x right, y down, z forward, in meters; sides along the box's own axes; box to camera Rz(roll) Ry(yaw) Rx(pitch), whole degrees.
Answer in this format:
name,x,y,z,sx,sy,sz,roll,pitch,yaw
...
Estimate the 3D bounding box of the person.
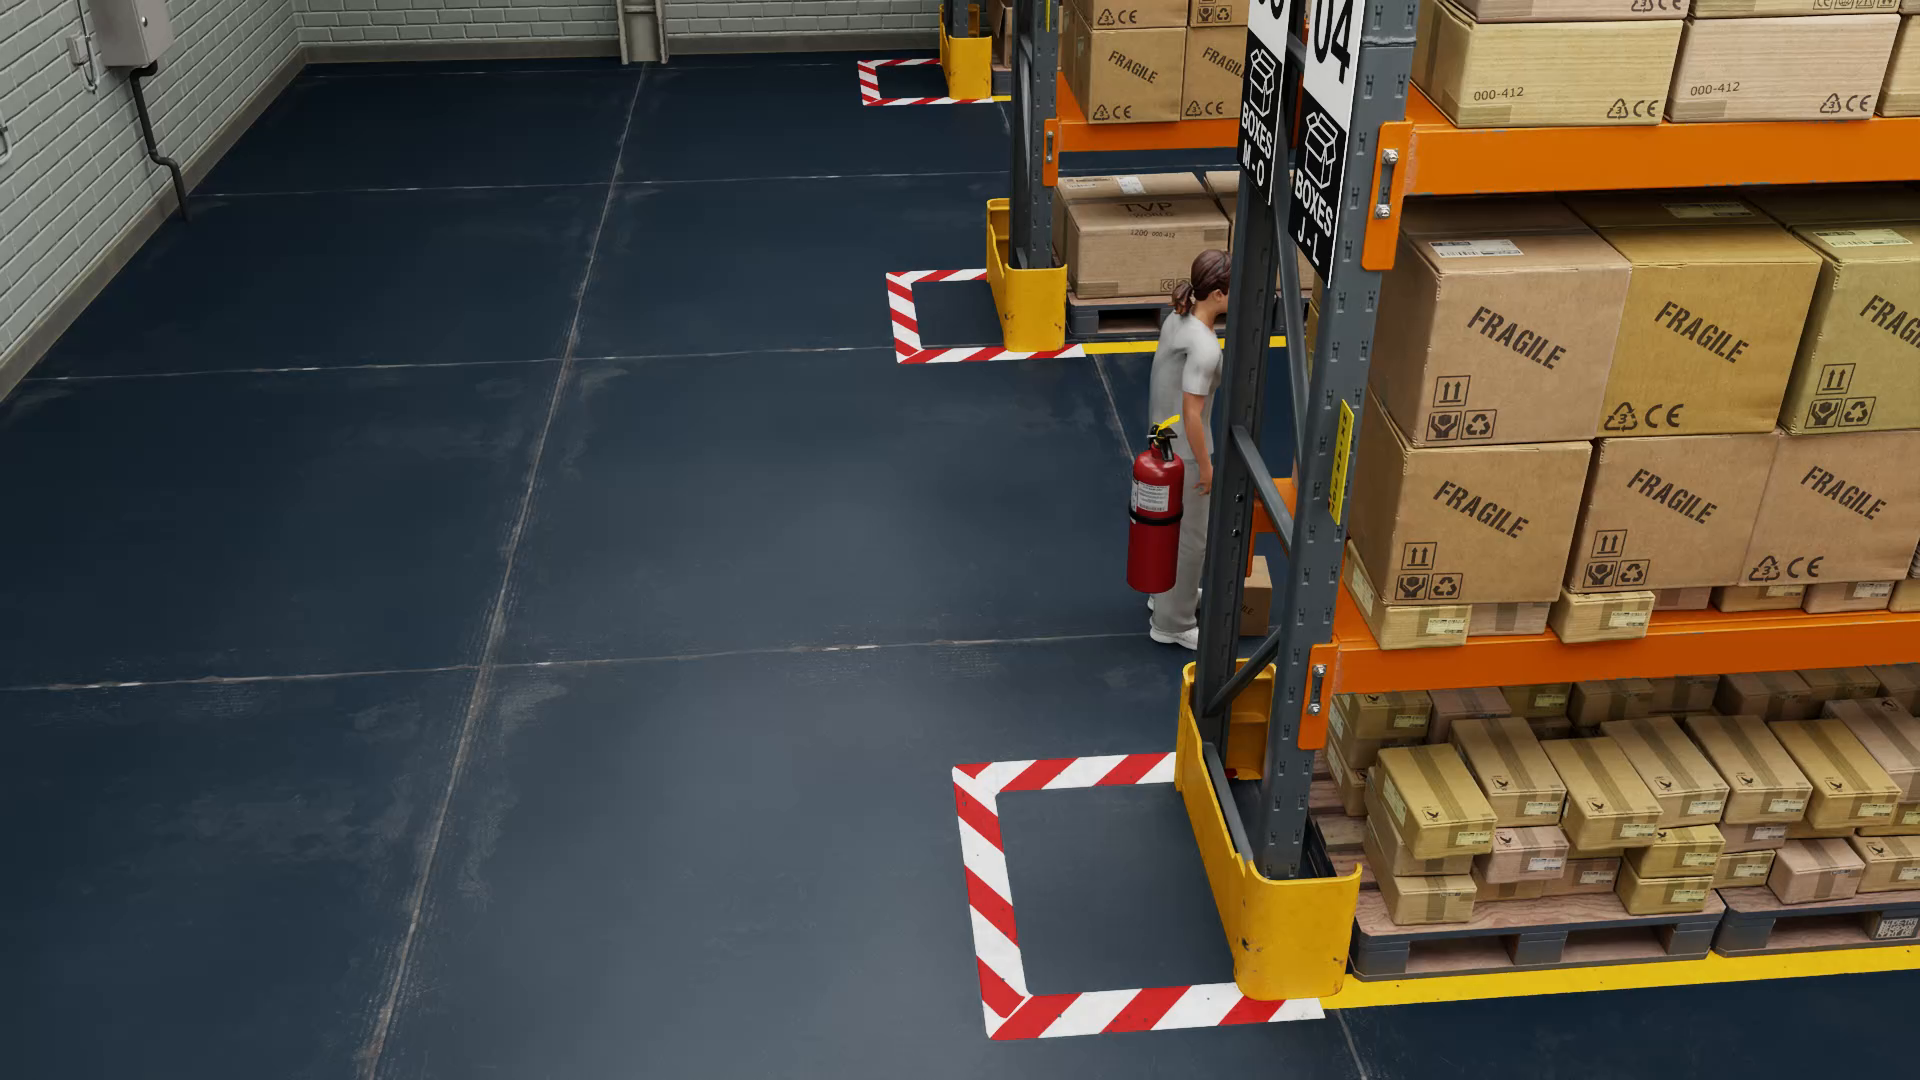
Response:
name,x,y,z,sx,sy,sz,roll,pitch,yaw
person,0.942,-0.376,6.756,0.361,1.673,0.511,0,31,1
